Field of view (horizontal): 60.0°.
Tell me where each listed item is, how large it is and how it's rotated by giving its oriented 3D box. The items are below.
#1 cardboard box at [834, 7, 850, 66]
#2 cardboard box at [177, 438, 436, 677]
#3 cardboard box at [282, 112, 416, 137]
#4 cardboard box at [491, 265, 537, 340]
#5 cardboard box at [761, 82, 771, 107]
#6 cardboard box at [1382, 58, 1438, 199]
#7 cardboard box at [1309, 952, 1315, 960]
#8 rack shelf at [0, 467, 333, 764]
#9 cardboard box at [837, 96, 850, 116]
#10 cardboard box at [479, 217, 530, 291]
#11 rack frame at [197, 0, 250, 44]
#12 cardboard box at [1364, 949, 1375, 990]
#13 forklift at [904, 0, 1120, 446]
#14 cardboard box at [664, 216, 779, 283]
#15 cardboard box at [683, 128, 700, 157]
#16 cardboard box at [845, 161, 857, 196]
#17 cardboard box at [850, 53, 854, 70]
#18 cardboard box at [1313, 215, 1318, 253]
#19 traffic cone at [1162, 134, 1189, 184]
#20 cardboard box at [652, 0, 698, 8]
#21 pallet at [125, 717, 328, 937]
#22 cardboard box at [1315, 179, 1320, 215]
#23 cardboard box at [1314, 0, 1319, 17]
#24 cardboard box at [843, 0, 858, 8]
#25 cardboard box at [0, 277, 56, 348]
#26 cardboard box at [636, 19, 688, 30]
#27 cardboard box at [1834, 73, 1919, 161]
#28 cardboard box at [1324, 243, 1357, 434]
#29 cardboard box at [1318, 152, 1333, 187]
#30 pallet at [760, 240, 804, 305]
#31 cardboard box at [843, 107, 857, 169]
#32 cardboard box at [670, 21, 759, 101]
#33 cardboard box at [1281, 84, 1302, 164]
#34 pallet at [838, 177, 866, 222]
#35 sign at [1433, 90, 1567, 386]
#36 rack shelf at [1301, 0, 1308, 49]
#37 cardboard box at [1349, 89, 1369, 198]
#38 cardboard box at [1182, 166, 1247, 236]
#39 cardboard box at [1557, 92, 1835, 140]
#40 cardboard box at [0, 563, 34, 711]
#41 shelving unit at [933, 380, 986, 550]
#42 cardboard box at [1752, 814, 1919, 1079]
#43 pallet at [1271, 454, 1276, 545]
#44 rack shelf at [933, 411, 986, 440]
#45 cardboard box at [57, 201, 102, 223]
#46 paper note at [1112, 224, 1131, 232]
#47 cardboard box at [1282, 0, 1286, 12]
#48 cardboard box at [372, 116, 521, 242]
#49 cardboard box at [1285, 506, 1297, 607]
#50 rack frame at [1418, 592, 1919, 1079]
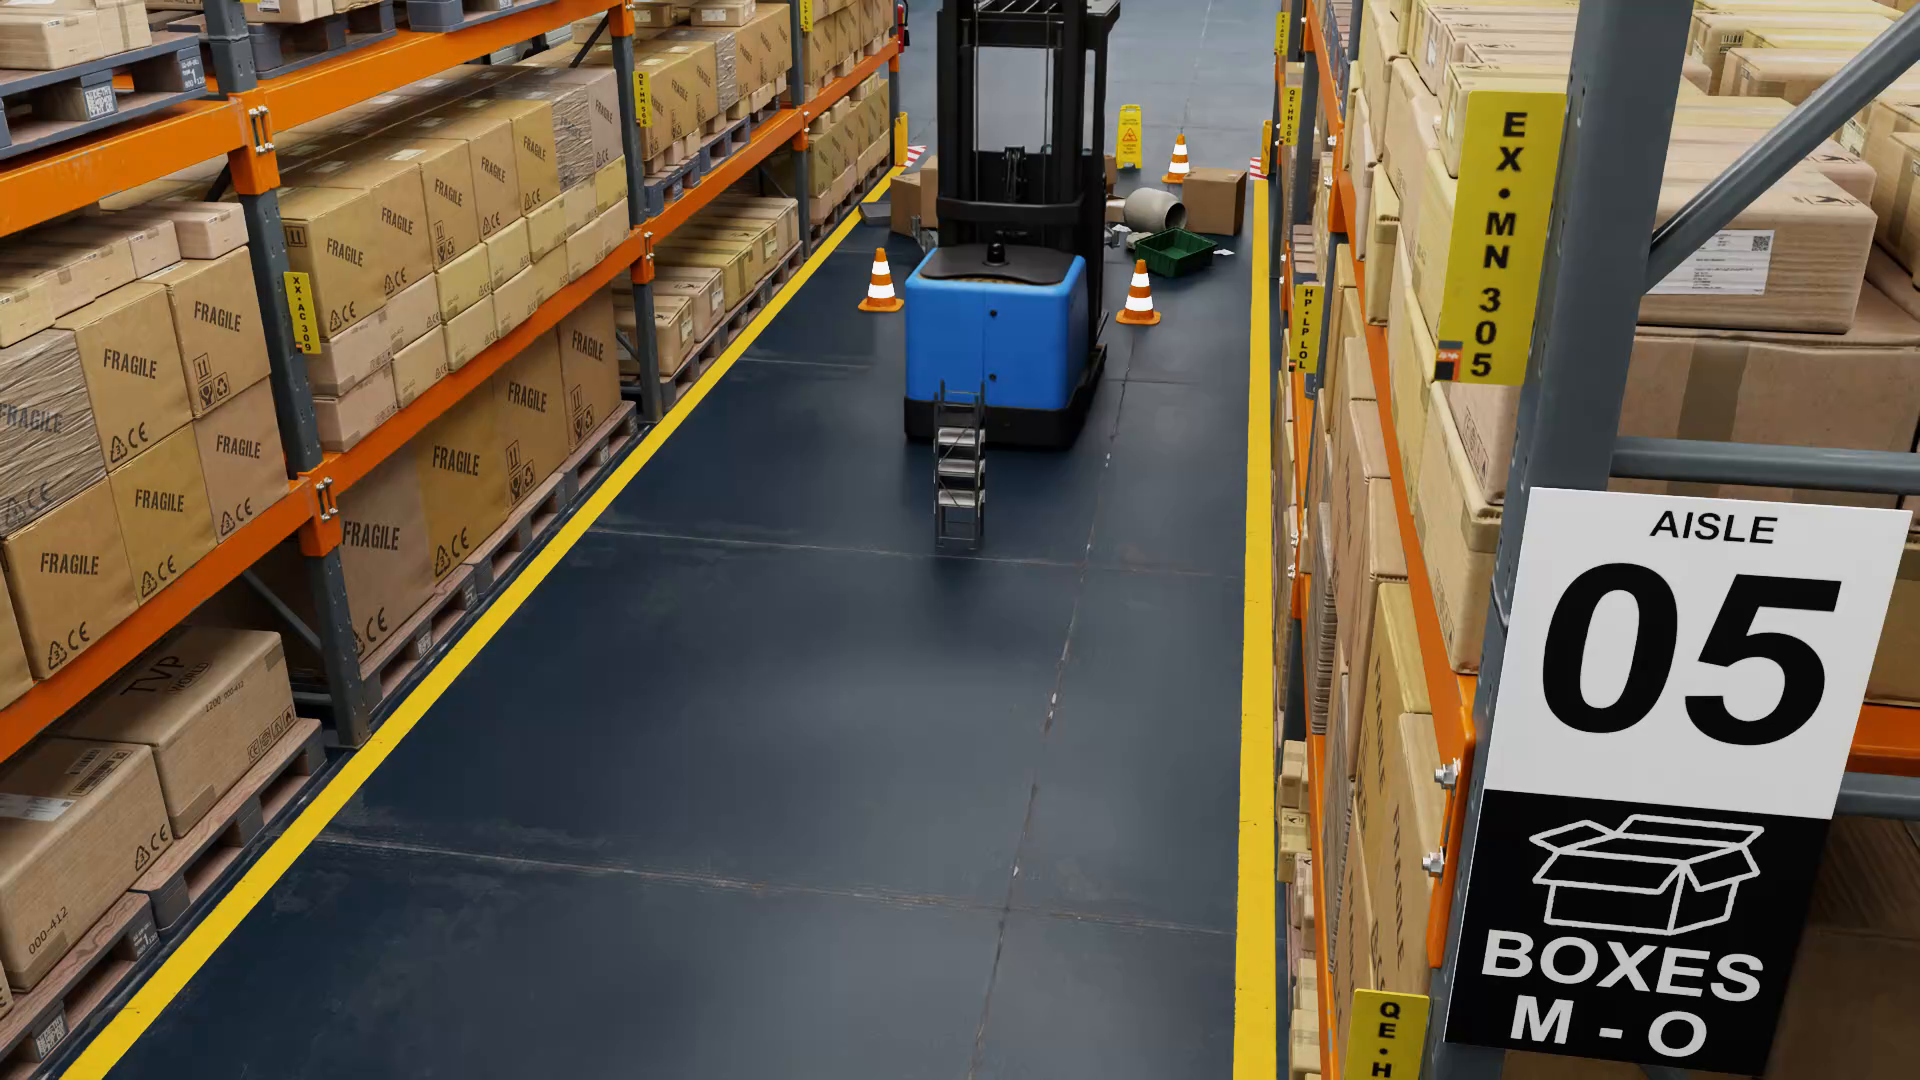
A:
[{"bbox_3d":[-1.304,-4.605,15.081,0.500,0.500,0.500,4,25,8],"label":"cardboard box"},{"bbox_3d":[-3.090,0.014,7.693,0.875,0.875,0.875,5,26,10],"label":"cardboard box"},{"bbox_3d":[-3.037,-1.841,8.347,0.500,0.500,0.500,4,25,9],"label":"cardboard box"},{"bbox_3d":[-2.506,-1.230,8.515,0.500,0.250,0.500,4,25,8],"label":"cardboard box"},{"bbox_3d":[-1.684,-3.462,12.909,0.380,0.149,0.250,4,25,8],"label":"cardboard box"},{"bbox_3d":[1.221,-0.885,3.652,0.500,0.250,0.500,3,25,6],"label":"cardboard box"},{"bbox_3d":[1.386,1.367,5.660,0.380,0.149,0.250,4,25,7],"label":"cardboard box"},{"bbox_3d":[-3.439,0.669,5.132,1.077,0.370,4.000,4,25,9],"label":"rack shelf"},{"bbox_3d":[-1.239,-4.022,15.402,0.380,0.149,0.250,5,26,12],"label":"cardboard box"},{"bbox_3d":[-2.515,-1.457,8.412,0.500,0.250,0.500,3,25,7],"label":"cardboard box"},{"bbox_3d":[-3.112,-3.211,5.494,1.000,3.000,0.127,4,25,9],"label":"rack frame"},{"bbox_3d":[0.954,1.094,2.905,0.500,0.500,0.500,5,25,10],"label":"cardboard box"},{"bbox_3d":[0.443,-2.507,11.149,1.130,2.935,3.031,5,26,10],"label":"forklift"},{"bbox_3d":[-2.002,-2.319,13.270,0.950,0.372,0.625,6,26,12],"label":"cardboard box"},{"bbox_3d":[-1.987,-2.707,11.295,0.380,0.149,0.250,4,25,9],"label":"cardboard box"},{"bbox_3d":[-1.282,-3.458,15.848,0.500,0.250,0.500,4,25,8],"label":"cardboard box"},{"bbox_3d":[-1.205,-4.477,15.572,0.380,0.149,0.250,4,25,8],"label":"cardboard box"},{"bbox_3d":[2.125,-1.657,9.052,0.380,0.149,0.250,5,26,11],"label":"cardboard box"},{"bbox_3d":[2.261,-3.939,17.119,0.336,0.463,0.334,4,25,9],"label":"traffic cone"},{"bbox_3d":[-2.230,-4.331,13.235,0.380,0.149,0.250,4,25,8],"label":"cardboard box"},{"bbox_3d":[-3.314,1.082,6.689,1.003,0.211,1.213,4,25,9],"label":"pallet"},{"bbox_3d":[2.165,-1.889,9.197,0.380,0.149,0.250,5,26,11],"label":"cardboard box"},{"bbox_3d":[2.011,-2.840,8.122,0.500,0.500,0.500,4,25,9],"label":"cardboard box"},{"bbox_3d":[-1.305,-5.062,14.877,0.700,0.500,0.500,3,25,7],"label":"cardboard box"},{"bbox_3d":[-3.078,-0.714,5.174,0.380,0.149,0.250,4,25,8],"label":"cardboard box"},{"bbox_3d":[-2.340,-3.618,12.477,0.500,0.500,0.500,4,25,8],"label":"cardboard box"},{"bbox_3d":[1.628,-0.653,2.685,0.380,0.149,0.250,4,25,9],"label":"cardboard box"},{"bbox_3d":[1.474,-0.654,5.460,0.500,0.500,0.500,5,25,10],"label":"cardboard box"},{"bbox_3d":[2.174,-2.030,9.148,0.380,0.149,0.250,4,25,9],"label":"cardboard box"},{"bbox_3d":[-1.930,-2.251,13.809,1.003,0.211,1.213,4,25,9],"label":"pallet"},{"bbox_3d":[-1.280,-3.793,15.679,0.500,0.500,0.500,5,26,11],"label":"cardboard box"},{"bbox_3d":[-1.824,-3.578,12.391,0.500,0.500,0.500,5,26,10],"label":"cardboard box"},{"bbox_3d":[2.578,-2.963,11.923,0.500,0.500,0.500,4,25,8],"label":"cardboard box"},{"bbox_3d":[-1.533,-3.372,16.204,1.003,0.211,1.213,4,25,9],"label":"pallet"},{"bbox_3d":[0.590,-0.326,1.826,0.100,0.325,0.005,4,25,9],"label":"sign"},{"bbox_3d":[2.769,-3.735,11.001,1.077,0.370,4.000,4,25,9],"label":"rack shelf"},{"bbox_3d":[1.379,-1.098,4.696,0.500,0.250,0.500,4,25,8],"label":"cardboard box"},{"bbox_3d":[2.337,-3.128,15.340,0.500,0.500,0.500,8,26,18],"label":"cardboard box"},{"bbox_3d":[1.077,-0.581,2.531,0.380,0.149,0.250,3,25,7],"label":"cardboard box"},{"bbox_3d":[-3.183,0.318,4.915,0.500,0.500,0.500,5,26,10],"label":"cardboard box"},{"bbox_3d":[-0.001,-0.404,9.052,0.258,0.900,0.210,4,25,9],"label":"shelving unit"},{"bbox_3d":[1.469,0.678,2.615,0.500,0.500,0.500,4,25,8],"label":"cardboard box"},{"bbox_3d":[2.313,-0.276,9.591,1.003,0.211,1.213,4,25,9],"label":"pallet"},{"bbox_3d":[-0.001,-0.619,8.952,0.258,0.077,0.200,4,25,9],"label":"rack shelf"},{"bbox_3d":[-3.420,-1.171,6.152,0.380,0.149,0.250,4,25,8],"label":"cardboard box"},{"bbox_3d":[1.512,-2.885,15.387,0.172,0.023,0.155,13,28,26],"label":"paper note"},{"bbox_3d":[3.426,-5.155,15.274,0.875,0.550,0.550,4,25,9],"label":"cardboard box"},{"bbox_3d":[-2.538,-1.797,8.253,0.500,0.500,0.500,4,25,8],"label":"cardboard box"},{"bbox_3d":[1.660,0.080,7.109,0.500,0.250,0.500,3,25,7],"label":"cardboard box"},{"bbox_3d":[1.134,1.480,2.550,1.000,3.000,0.127,4,25,9],"label":"rack frame"}]
